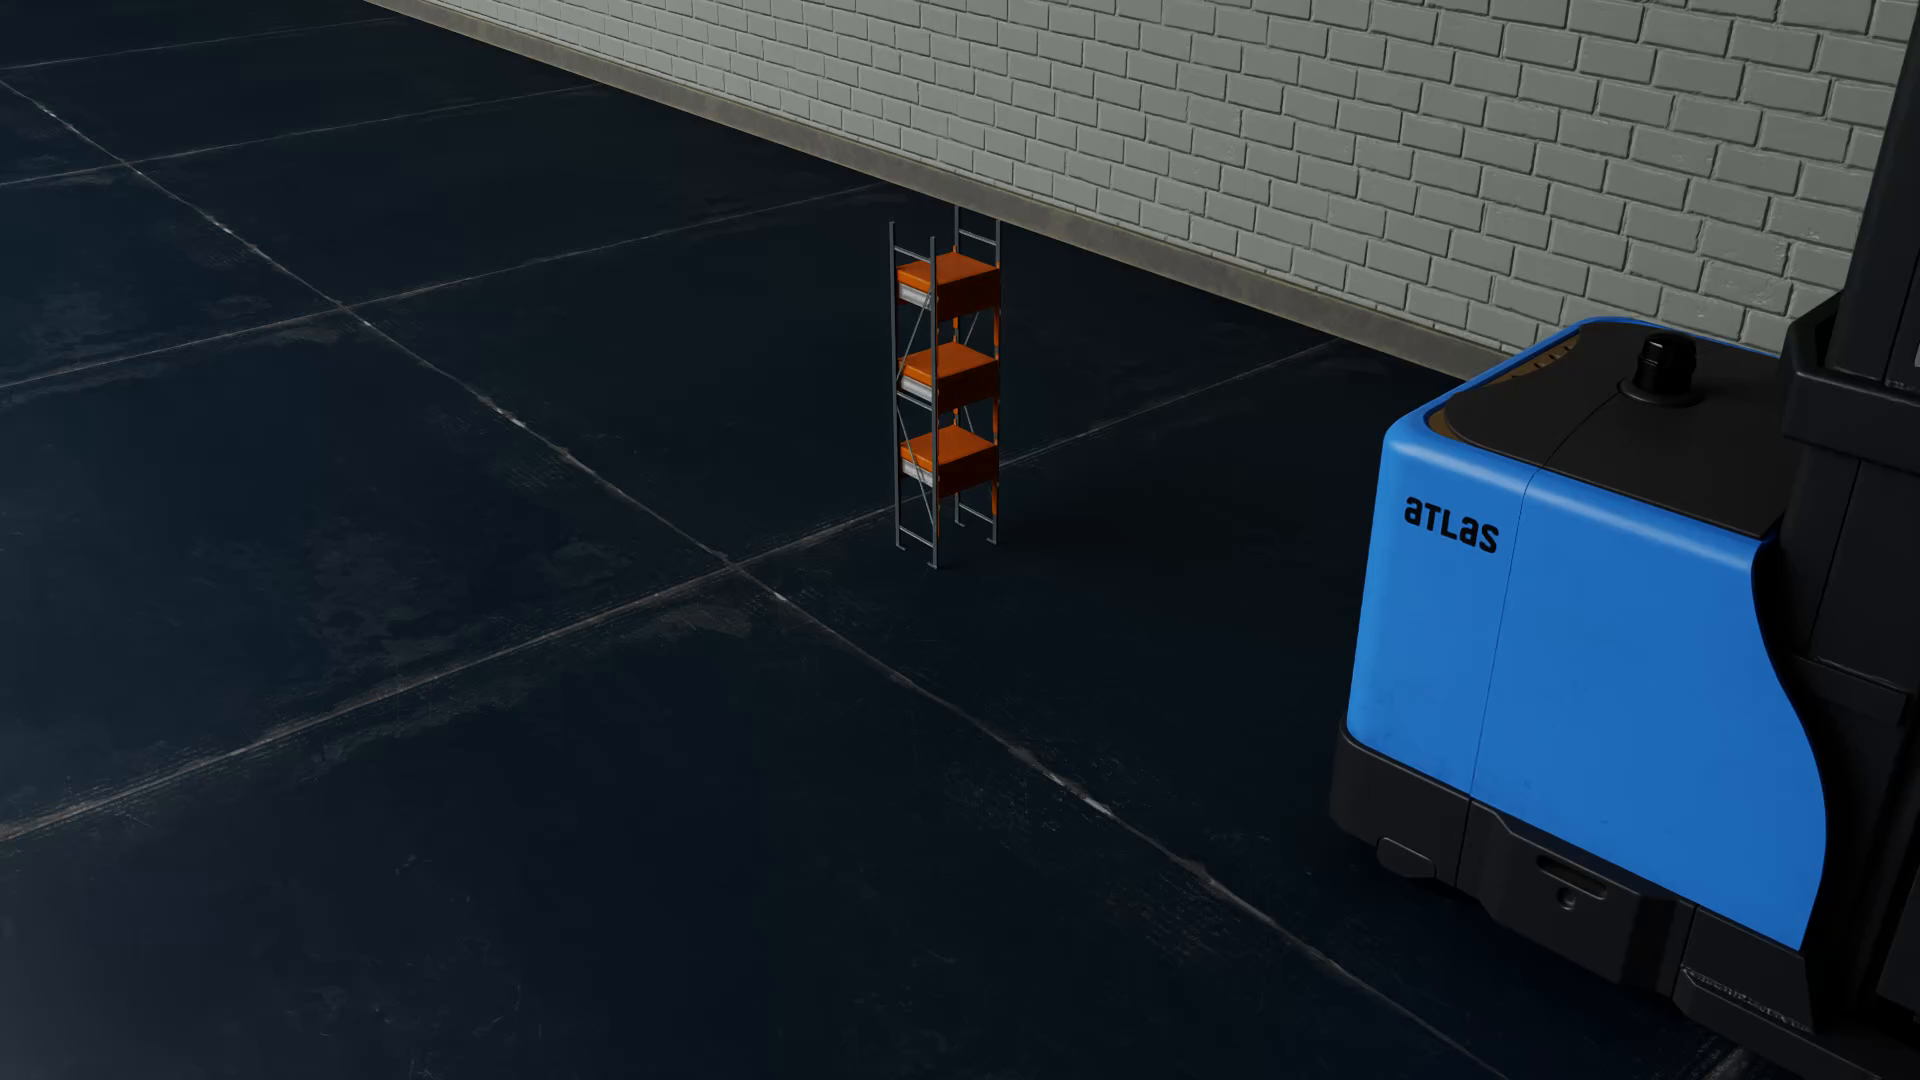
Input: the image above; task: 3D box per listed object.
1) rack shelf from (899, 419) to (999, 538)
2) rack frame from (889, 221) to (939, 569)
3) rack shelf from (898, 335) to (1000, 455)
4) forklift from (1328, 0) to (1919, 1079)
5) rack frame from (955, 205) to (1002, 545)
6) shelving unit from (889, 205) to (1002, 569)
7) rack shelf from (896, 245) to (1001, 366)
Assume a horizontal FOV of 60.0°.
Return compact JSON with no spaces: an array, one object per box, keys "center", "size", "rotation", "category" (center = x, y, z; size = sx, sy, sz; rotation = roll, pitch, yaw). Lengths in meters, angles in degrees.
[{"center":[-0.041,-0.192,5.125],"size":[0.240,0.259,0.215],"rotation":[-22,35,-35],"category":"rack shelf"},{"center":[-0.134,-0.409,4.920],"size":[0.008,1.050,0.200],"rotation":[-22,35,-35],"category":"rack frame"},{"center":[-0.041,-0.437,4.994],"size":[0.240,0.259,0.215],"rotation":[-22,35,-35],"category":"rack shelf"},{"center":[2.270,-0.260,2.644],"size":[3.031,2.935,1.130],"rotation":[25,37,38],"category":"forklift"},{"center":[0.052,-0.484,5.059],"size":[0.008,1.050,0.200],"rotation":[-22,35,-35],"category":"rack frame"},{"center":[-0.041,-0.447,4.989],"size":[0.252,1.050,0.215],"rotation":[-22,35,-35],"category":"shelving unit"},{"center":[-0.041,-0.688,4.861],"size":[0.240,0.259,0.215],"rotation":[-22,35,-35],"category":"rack shelf"}]
